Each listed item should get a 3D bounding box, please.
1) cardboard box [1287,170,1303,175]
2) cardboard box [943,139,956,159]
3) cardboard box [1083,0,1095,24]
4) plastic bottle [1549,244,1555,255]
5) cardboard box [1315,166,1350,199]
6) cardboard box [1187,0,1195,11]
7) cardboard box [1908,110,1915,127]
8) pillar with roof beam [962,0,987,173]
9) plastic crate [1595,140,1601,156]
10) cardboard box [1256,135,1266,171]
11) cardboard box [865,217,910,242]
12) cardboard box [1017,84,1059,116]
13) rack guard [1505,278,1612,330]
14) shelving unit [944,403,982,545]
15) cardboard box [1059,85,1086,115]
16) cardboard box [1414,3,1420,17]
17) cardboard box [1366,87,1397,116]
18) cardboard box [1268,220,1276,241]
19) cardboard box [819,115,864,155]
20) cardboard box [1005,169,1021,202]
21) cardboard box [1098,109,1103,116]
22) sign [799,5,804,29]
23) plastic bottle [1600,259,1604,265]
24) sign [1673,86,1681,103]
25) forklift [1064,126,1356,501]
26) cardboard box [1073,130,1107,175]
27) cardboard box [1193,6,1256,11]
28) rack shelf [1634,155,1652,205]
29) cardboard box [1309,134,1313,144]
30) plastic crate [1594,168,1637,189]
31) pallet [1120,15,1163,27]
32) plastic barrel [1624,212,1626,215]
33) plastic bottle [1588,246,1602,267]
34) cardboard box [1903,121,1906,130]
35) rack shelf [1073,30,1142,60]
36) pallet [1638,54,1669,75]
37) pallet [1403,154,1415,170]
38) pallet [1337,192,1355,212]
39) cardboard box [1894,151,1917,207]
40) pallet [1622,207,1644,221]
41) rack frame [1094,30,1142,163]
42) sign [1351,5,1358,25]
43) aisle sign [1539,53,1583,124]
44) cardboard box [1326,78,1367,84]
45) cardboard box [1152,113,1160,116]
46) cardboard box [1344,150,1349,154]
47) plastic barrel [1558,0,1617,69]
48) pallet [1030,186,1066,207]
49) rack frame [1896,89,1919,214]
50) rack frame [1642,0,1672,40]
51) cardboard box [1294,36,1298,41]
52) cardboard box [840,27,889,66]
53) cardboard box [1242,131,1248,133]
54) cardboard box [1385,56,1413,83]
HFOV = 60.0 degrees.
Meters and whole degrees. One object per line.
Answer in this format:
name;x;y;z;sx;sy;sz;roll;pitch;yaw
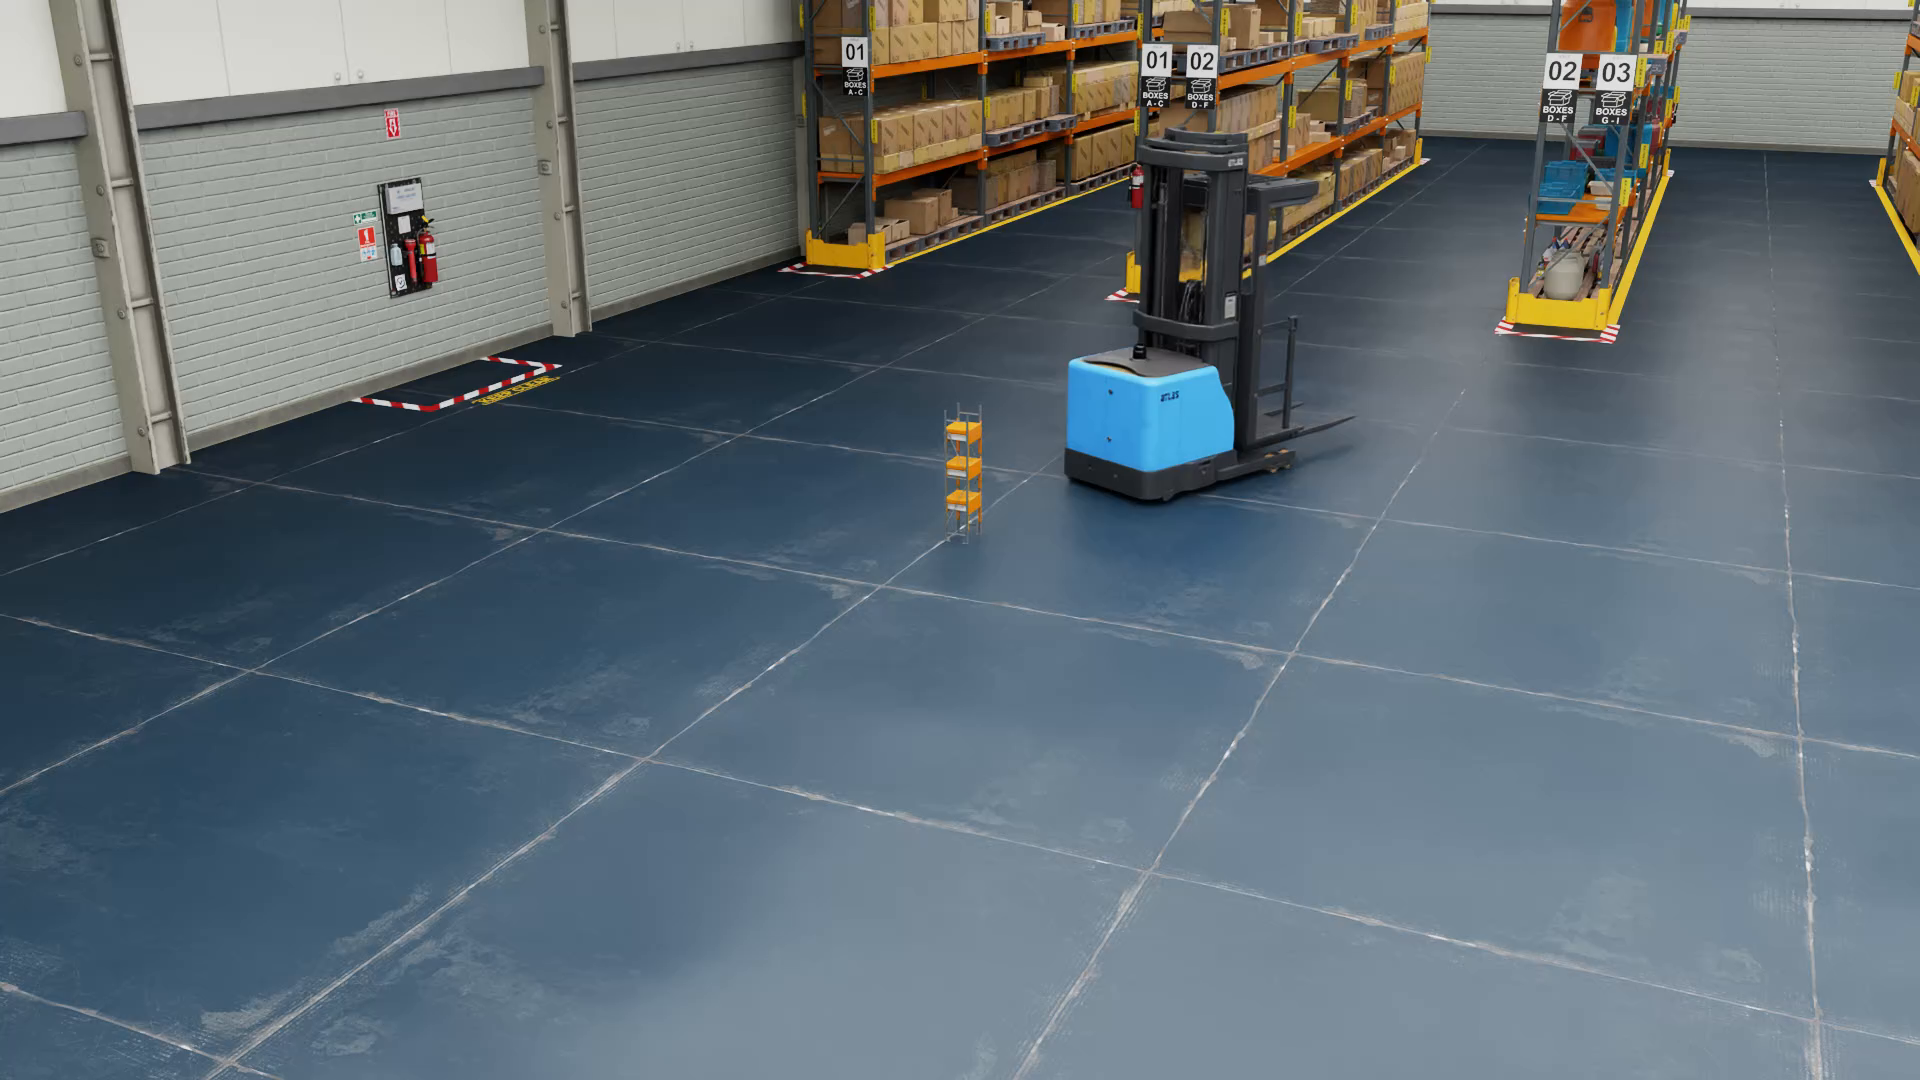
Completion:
cardboard box;5.614;-6.218;28.616;0.500;0.311;0.500;9;22;25
cardboard box;-0.383;-6.072;25.761;0.500;0.250;0.500;8;21;22
cardboard box;2.129;-10.010;31.357;0.700;0.500;0.500;10;22;25
plastic bottle;8.015;-3.849;22.613;0.144;0.351;0.185;8;21;22
cardboard box;6.544;-6.301;29.283;0.500;0.500;0.500;10;22;25
cardboard box;4.794;-11.623;36.145;0.500;0.250;0.500;9;22;24
cardboard box;16.712;-7.274;28.726;0.500;0.250;0.500;8;21;22
pillar with roof beam;4.182;-9.807;27.115;9.100;9.000;0.400;9;21;23
plastic crate;9.144;-5.640;24.375;0.392;0.384;0.575;9;21;23
cardboard box;4.072;-5.697;24.362;0.700;0.500;0.500;8;21;22
cardboard box;-1.101;-4.718;25.115;0.500;0.311;0.500;11;22;27
cardboard box;1.392;-7.959;30.067;0.700;0.500;0.500;6;20;16
rack guard;7.326;-2.897;20.368;1.175;0.500;0.348;9;21;23
shelving unit;0.022;-0.511;12.839;0.215;1.050;0.252;9;21;23
cardboard box;2.008;-8.160;30.814;0.500;0.500;0.500;9;22;24
cardboard box;8.982;-10.698;33.574;0.500;0.250;0.500;9;21;23
cardboard box;8.192;-8.560;32.411;0.500;0.500;0.500;9;22;24
cardboard box;4.468;-4.679;25.126;0.500;0.250;0.500;9;21;23
cardboard box;-1.701;-5.870;24.072;0.500;0.500;0.500;8;21;22
cardboard box;0.635;-6.199;28.997;0.700;0.500;0.500;9;21;23
cardboard box;2.540;-8.280;32.120;0.380;0.149;0.250;9;21;23
sign;-2.198;-7.317;23.269;0.100;0.325;0.005;9;21;23
plastic bottle;8.505;-3.583;21.982;0.097;0.271;0.097;0;20;0
sign;14.398;-8.942;33.393;0.100;0.325;0.005;9;21;23
forklift;2.348;-2.092;14.476;3.031;2.935;1.130;-16;25;-38
cardboard box;2.361;-7.509;32.187;0.750;0.750;0.750;8;21;22
cardboard box;3.669;-7.188;23.238;0.797;0.503;0.637;11;22;29
rack shelf;9.795;-5.540;25.144;1.077;0.370;4.000;9;21;23
cardboard box;5.626;-6.655;27.581;0.380;0.149;0.250;10;22;27
plastic crate;8.770;-4.822;22.273;0.499;0.251;0.616;9;21;23
pallet;3.558;-10.693;34.215;1.003;0.211;1.213;9;21;23
plastic barrel;10.799;-5.818;27.463;0.600;0.830;0.708;9;21;23
plastic bottle;8.751;-3.909;22.893;0.152;0.276;0.135;9;21;23
cardboard box;17.018;-7.368;29.585;0.380;0.149;0.250;9;21;24
rack shelf;2.395;-9.536;31.902;1.077;0.370;4.000;9;21;23
pallet;8.770;-6.358;22.175;1.213;0.211;1.003;9;21;23
pallet;9.016;-8.036;35.250;1.003;0.211;1.213;9;21;23
pallet;6.437;-6.080;29.751;1.003;0.211;1.213;9;21;23
cardboard box;16.527;-6.032;27.998;1.225;0.875;0.875;9;21;23
pallet;10.899;-5.423;27.904;1.003;0.211;1.213;9;21;23
rack frame;3.214;-9.073;34.003;1.000;3.000;0.127;9;21;23
sign;6.599;-8.787;27.833;0.100;0.325;0.005;9;21;23
aisle sign;7.038;-5.289;19.483;0.394;0.787;0.004;9;21;23
cardboard box;7.336;-8.525;31.687;0.700;0.500;0.500;2;20;4
cardboard box;4.525;-9.459;37.226;0.380;0.149;0.250;9;21;23
cardboard box;7.106;-7.145;31.656;0.500;0.500;0.500;9;21;23
plastic barrel;7.421;-6.024;19.688;0.600;0.830;0.708;9;21;23
pallet;1.254;-6.297;30.361;1.003;0.211;1.213;9;21;23
rack frame;16.771;-7.034;28.270;1.000;3.000;0.127;9;21;23
rack frame;10.614;-9.317;25.737;1.000;3.000;0.127;9;21;23
cardboard box;4.942;-7.844;25.670;0.500;0.250;0.500;6;21;17
cardboard box;-1.335;-6.942;23.357;0.500;0.500;0.500;9;22;24
cardboard box;3.808;-5.639;23.230;0.380;0.149;0.250;9;21;23
cardboard box;8.817;-9.491;33.537;0.500;0.500;0.500;9;22;24
